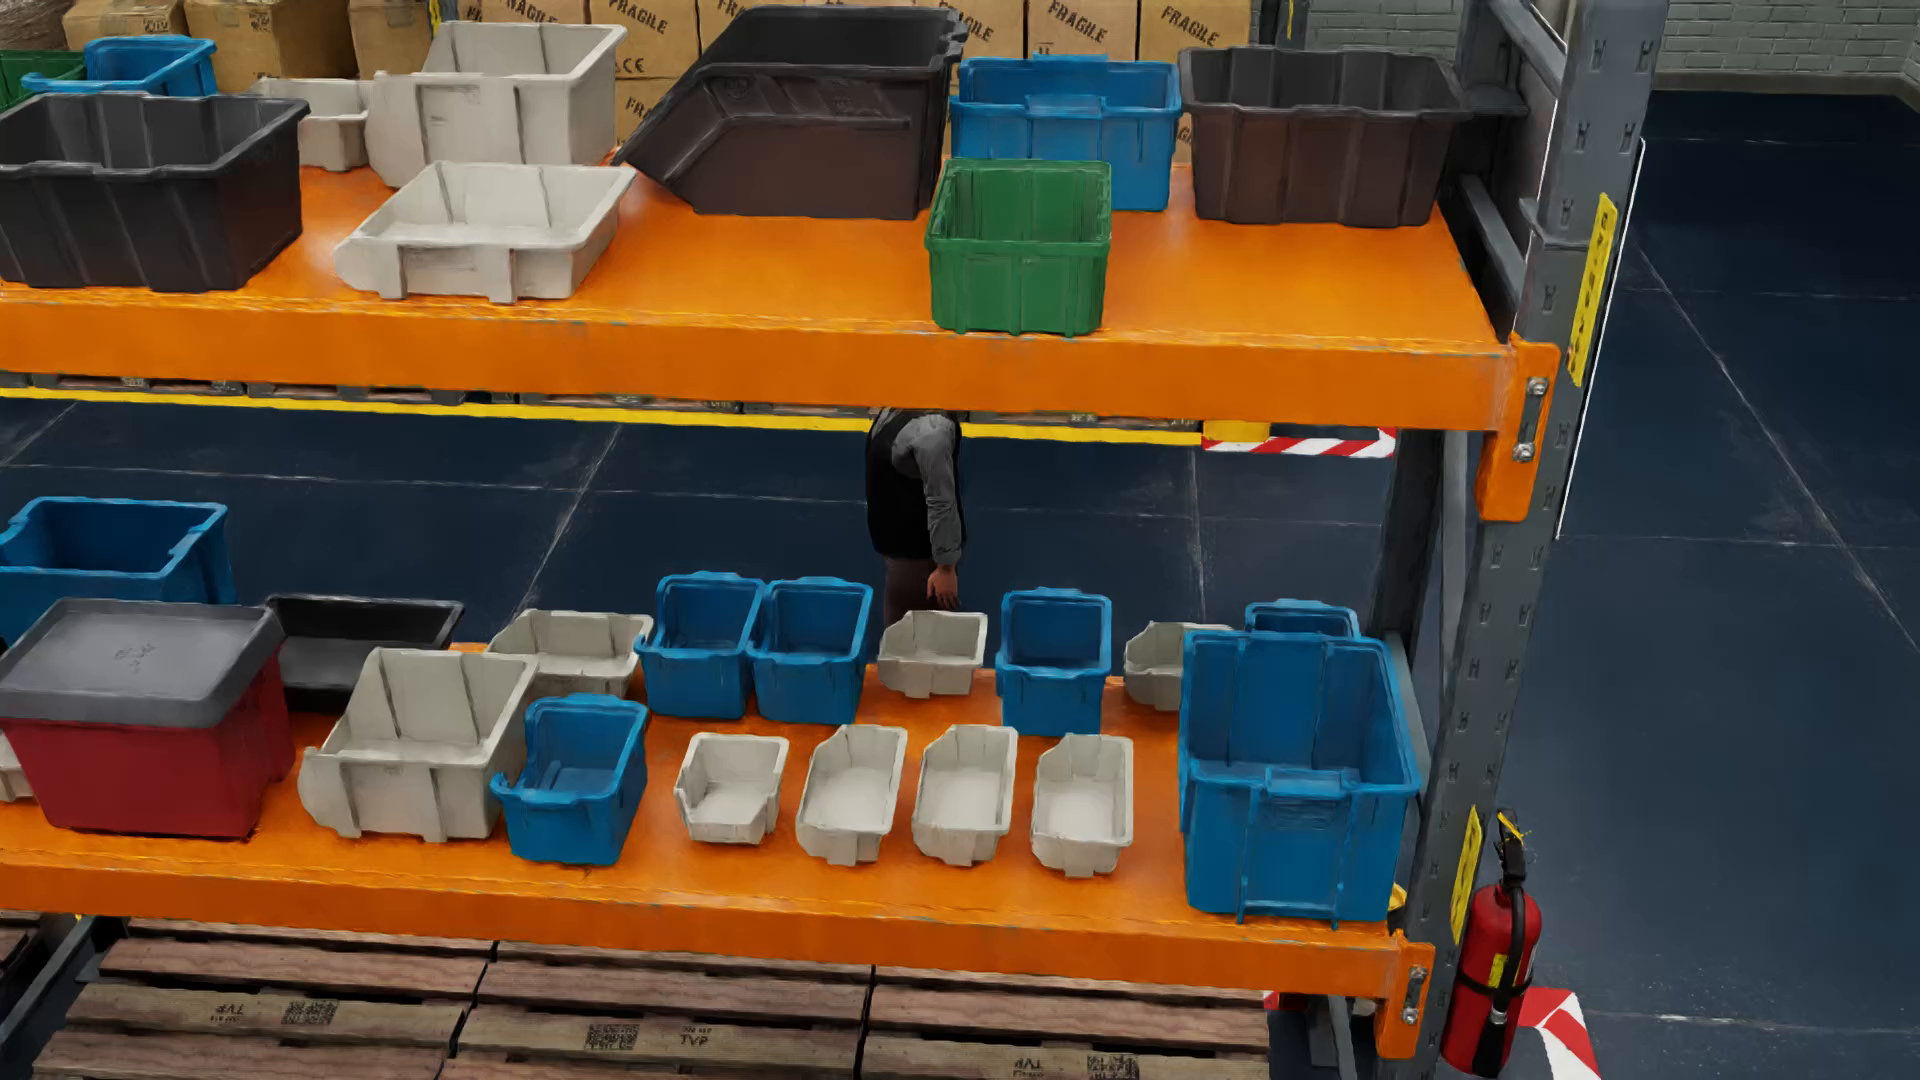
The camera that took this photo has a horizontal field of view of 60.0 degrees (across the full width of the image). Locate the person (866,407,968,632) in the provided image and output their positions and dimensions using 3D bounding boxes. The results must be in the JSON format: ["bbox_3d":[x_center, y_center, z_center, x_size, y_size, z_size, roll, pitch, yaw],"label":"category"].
[{"bbox_3d":[-0.213,0.039,6.065,0.469,1.714,0.699,-5,32,-7],"label":"person"}]
